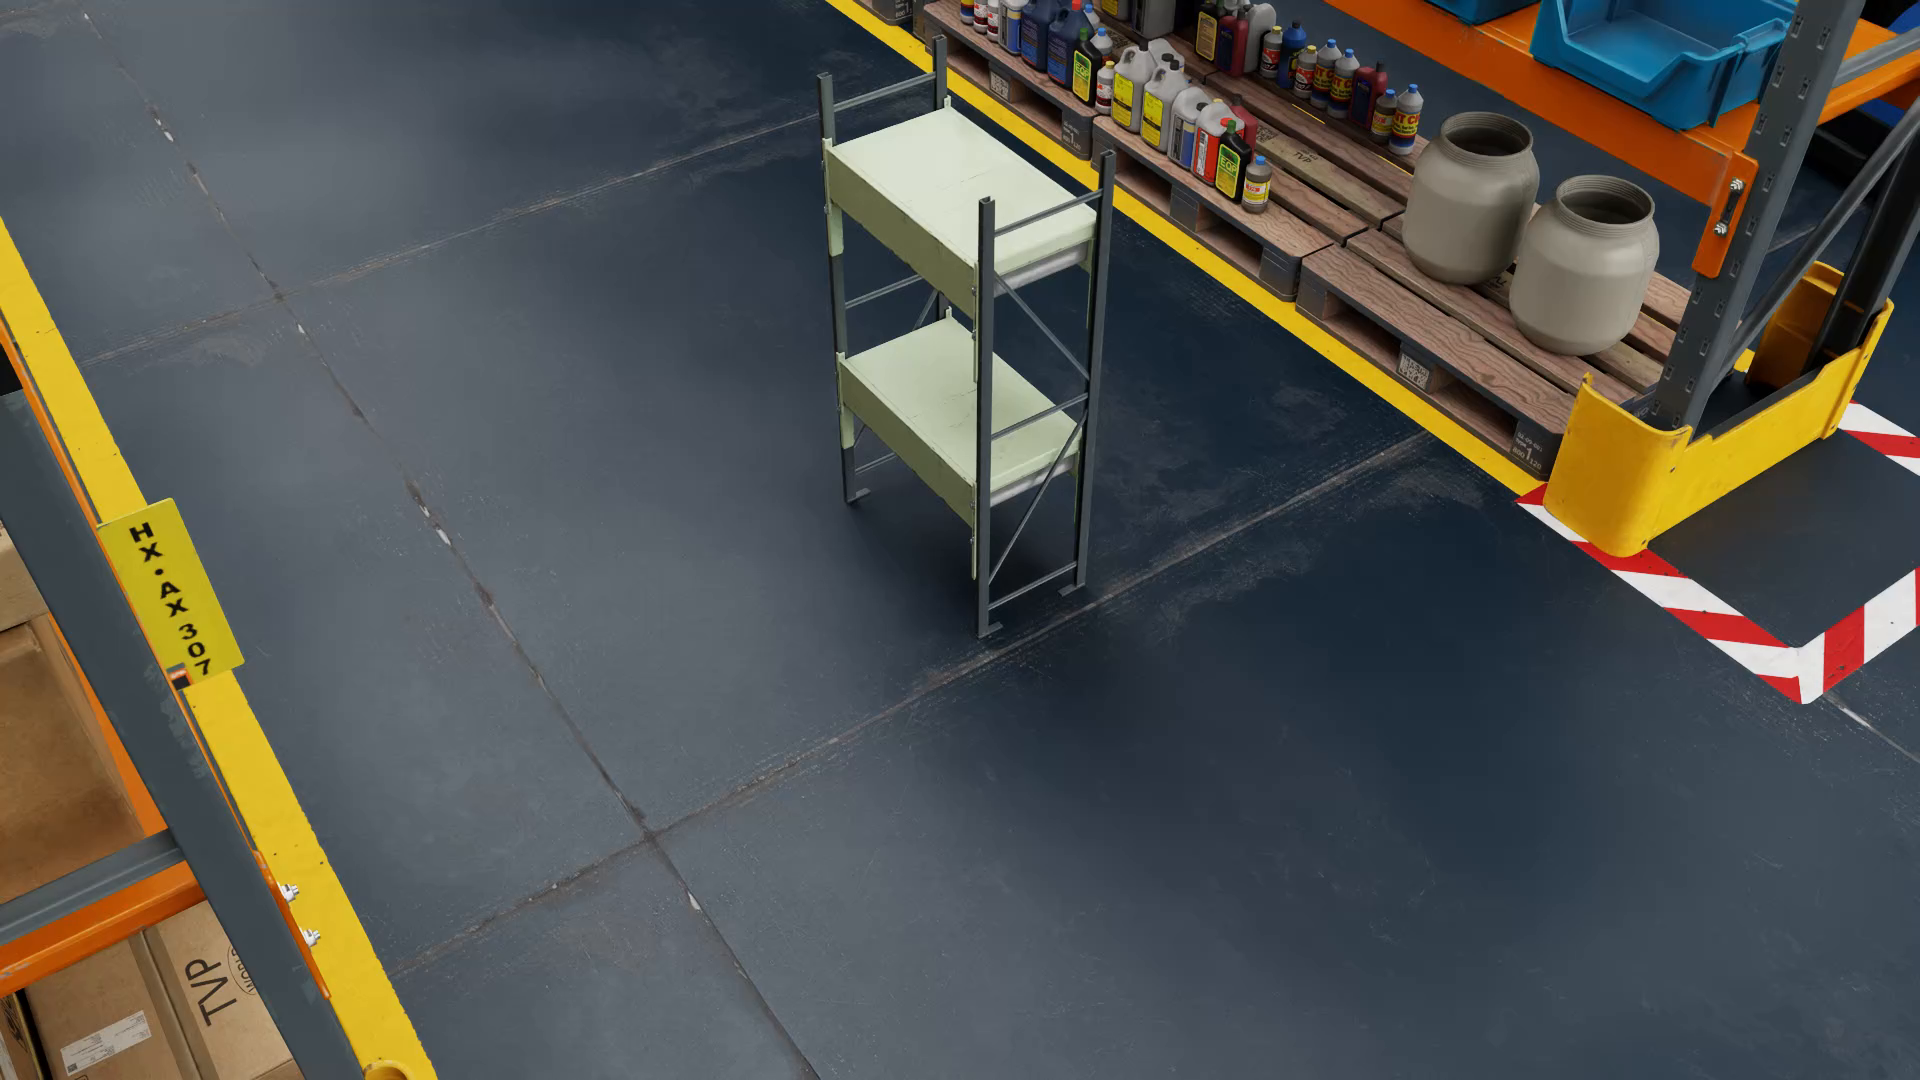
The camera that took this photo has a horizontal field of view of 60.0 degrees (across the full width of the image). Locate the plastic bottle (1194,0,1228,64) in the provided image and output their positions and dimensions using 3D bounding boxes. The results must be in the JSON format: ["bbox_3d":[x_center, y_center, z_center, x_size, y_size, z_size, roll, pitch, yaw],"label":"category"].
[{"bbox_3d":[1.057,-2.160,6.989,0.061,0.283,0.133,-26,49,-24],"label":"plastic bottle"}]

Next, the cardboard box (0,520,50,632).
[{"bbox_3d":[-1.598,0.061,2.472,0.380,0.149,0.250,-26,49,-25],"label":"cardboard box"}]

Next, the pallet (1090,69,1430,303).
[{"bbox_3d":[1.279,-1.484,6.652,1.003,0.211,1.213,-26,49,-24],"label":"pallet"}]

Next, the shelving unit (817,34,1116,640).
[{"bbox_3d":[0.004,-0.539,4.728,0.431,1.500,0.755,-26,49,-24],"label":"shelving unit"}]

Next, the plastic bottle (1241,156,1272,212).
[{"bbox_3d":[1.105,-1.330,6.179,0.097,0.201,0.097,0,44,0],"label":"plastic bottle"}]

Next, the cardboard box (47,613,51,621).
[{"bbox_3d":[-2.111,0.038,2.966,0.700,0.500,0.500,-24,49,-23],"label":"cardboard box"}]

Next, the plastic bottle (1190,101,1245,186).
[{"bbox_3d":[0.983,-1.510,6.314,0.152,0.276,0.135,-25,49,-24],"label":"plastic bottle"}]

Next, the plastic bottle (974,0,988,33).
[{"bbox_3d":[0.108,-2.317,7.213,0.097,0.201,0.097,0,44,0],"label":"plastic bottle"}]

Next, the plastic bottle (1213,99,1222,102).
[{"bbox_3d":[0.996,-1.622,6.485,0.097,0.201,0.097,0,44,0],"label":"plastic bottle"}]

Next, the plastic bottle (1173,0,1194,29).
[{"bbox_3d":[0.941,-2.423,7.215,0.144,0.351,0.185,-28,50,-26],"label":"plastic bottle"}]

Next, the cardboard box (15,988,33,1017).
[{"bbox_3d":[-2.395,1.016,3.701,0.500,0.250,0.500,-26,49,-24],"label":"cardboard box"}]

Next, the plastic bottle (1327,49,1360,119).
[{"bbox_3d":[1.538,-1.832,6.654,0.097,0.271,0.097,0,44,0],"label":"plastic bottle"}]

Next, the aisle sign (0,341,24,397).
[{"bbox_3d":[-1.261,-0.385,1.599,0.394,0.787,0.004,-26,49,-24],"label":"aisle sign"}]

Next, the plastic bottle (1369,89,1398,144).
[{"bbox_3d":[1.674,-1.671,6.537,0.097,0.201,0.097,0,44,0],"label":"plastic bottle"}]

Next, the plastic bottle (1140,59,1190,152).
[{"bbox_3d":[0.806,-1.708,6.467,0.144,0.351,0.185,-24,49,-23],"label":"plastic bottle"}]

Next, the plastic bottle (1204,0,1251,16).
[{"bbox_3d":[1.126,-2.240,7.024,0.144,0.351,0.185,-26,49,-25],"label":"plastic bottle"}]

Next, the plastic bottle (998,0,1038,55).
[{"bbox_3d":[0.257,-2.229,7.067,0.152,0.276,0.135,-24,49,-23],"label":"plastic bottle"}]

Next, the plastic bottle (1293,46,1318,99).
[{"bbox_3d":[1.424,-1.920,6.797,0.097,0.201,0.097,0,44,0],"label":"plastic bottle"}]

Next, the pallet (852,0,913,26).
[{"bbox_3d":[-0.254,-3.002,8.242,1.003,0.211,1.213,-26,49,-24],"label":"pallet"}]

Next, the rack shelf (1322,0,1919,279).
[{"bbox_3d":[1.371,-2.188,5.891,1.077,0.370,4.000,-26,49,-24],"label":"rack shelf"}]

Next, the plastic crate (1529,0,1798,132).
[{"bbox_3d":[1.983,-1.427,4.681,0.499,0.251,0.616,-26,49,-24],"label":"plastic crate"}]

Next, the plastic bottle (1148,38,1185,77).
[{"bbox_3d":[0.807,-1.859,6.679,0.152,0.276,0.135,-26,49,-24],"label":"plastic bottle"}]

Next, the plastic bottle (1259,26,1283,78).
[{"bbox_3d":[1.306,-2.036,6.919,0.097,0.201,0.097,0,44,0],"label":"plastic bottle"}]

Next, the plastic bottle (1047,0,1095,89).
[{"bbox_3d":[0.456,-2.054,6.829,0.144,0.351,0.185,-28,50,-26],"label":"plastic bottle"}]

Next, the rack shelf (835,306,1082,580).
[{"bbox_3d":[0.004,-0.303,4.953,0.431,0.370,0.720,-26,49,-24],"label":"rack shelf"}]

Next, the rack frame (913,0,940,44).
[{"bbox_3d":[0.227,-3.581,6.829,1.000,3.000,0.127,-26,49,-24],"label":"rack frame"}]

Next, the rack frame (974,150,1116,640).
[{"bbox_3d":[0.213,-0.331,4.511,0.400,1.500,0.023,-26,49,-24],"label":"rack frame"}]

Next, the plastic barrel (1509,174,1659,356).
[{"bbox_3d":[2.076,-0.911,5.529,0.421,0.512,0.421,0,44,0],"label":"plastic barrel"}]

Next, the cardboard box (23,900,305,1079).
[{"bbox_3d":[-1.674,1.090,3.623,0.500,0.250,0.500,-26,49,-24],"label":"cardboard box"}]

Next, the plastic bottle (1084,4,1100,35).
[{"bbox_3d":[0.530,-2.098,6.933,0.097,0.271,0.097,0,44,0],"label":"plastic bottle"}]

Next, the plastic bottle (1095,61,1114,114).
[{"bbox_3d":[0.599,-1.831,6.703,0.097,0.201,0.097,0,44,0],"label":"plastic bottle"}]

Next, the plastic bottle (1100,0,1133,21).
[{"bbox_3d":[0.713,-2.475,7.270,0.144,0.351,0.185,-26,49,-24],"label":"plastic bottle"}]

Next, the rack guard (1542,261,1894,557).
[{"bbox_3d":[2.433,-0.436,5.345,1.175,0.500,0.348,-26,49,-24],"label":"rack guard"}]
